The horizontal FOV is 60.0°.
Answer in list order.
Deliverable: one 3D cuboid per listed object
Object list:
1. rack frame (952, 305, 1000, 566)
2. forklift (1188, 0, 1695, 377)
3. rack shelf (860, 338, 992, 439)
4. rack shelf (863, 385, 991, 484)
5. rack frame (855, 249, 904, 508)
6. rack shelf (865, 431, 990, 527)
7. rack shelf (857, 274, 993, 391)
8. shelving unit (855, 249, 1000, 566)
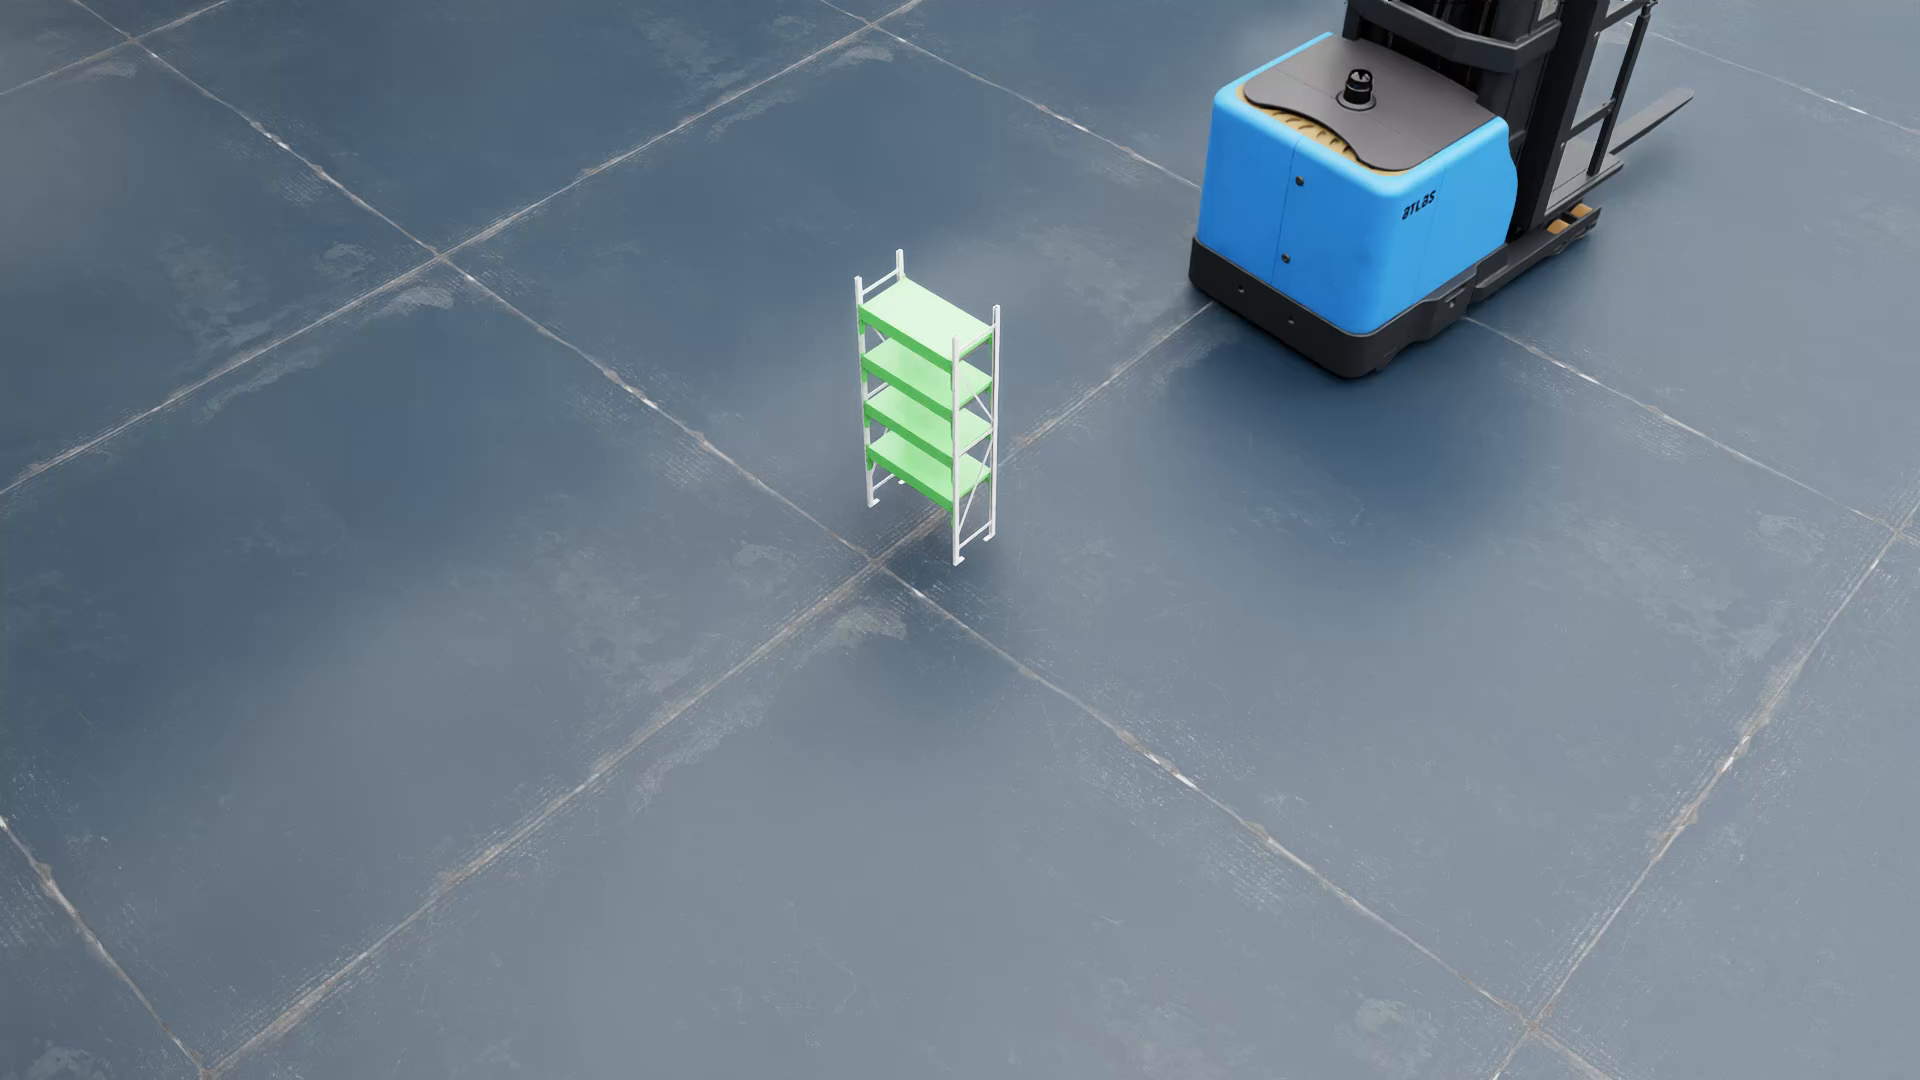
[{"bbox_3d":[0.058,-0.372,6.385,0.015,1.200,0.240,34,55,28],"label":"rack frame"},{"bbox_3d":[2.528,-2.667,7.352,3.031,2.935,1.130,-33,55,-27],"label":"forklift"},{"bbox_3d":[-0.122,-0.613,6.370,0.480,0.148,0.258,34,55,28],"label":"rack shelf"},{"bbox_3d":[-0.122,-0.449,6.545,0.480,0.148,0.258,34,55,28],"label":"rack shelf"},{"bbox_3d":[-0.301,-0.613,6.611,0.015,1.200,0.240,34,55,28],"label":"rack frame"},{"bbox_3d":[-0.122,-0.285,6.720,0.480,0.148,0.258,34,55,28],"label":"rack shelf"},{"bbox_3d":[-0.122,-0.777,6.195,0.480,0.148,0.258,34,55,28],"label":"rack shelf"},{"bbox_3d":[-0.122,-0.493,6.498,0.503,1.200,0.258,34,55,28],"label":"shelving unit"}]
